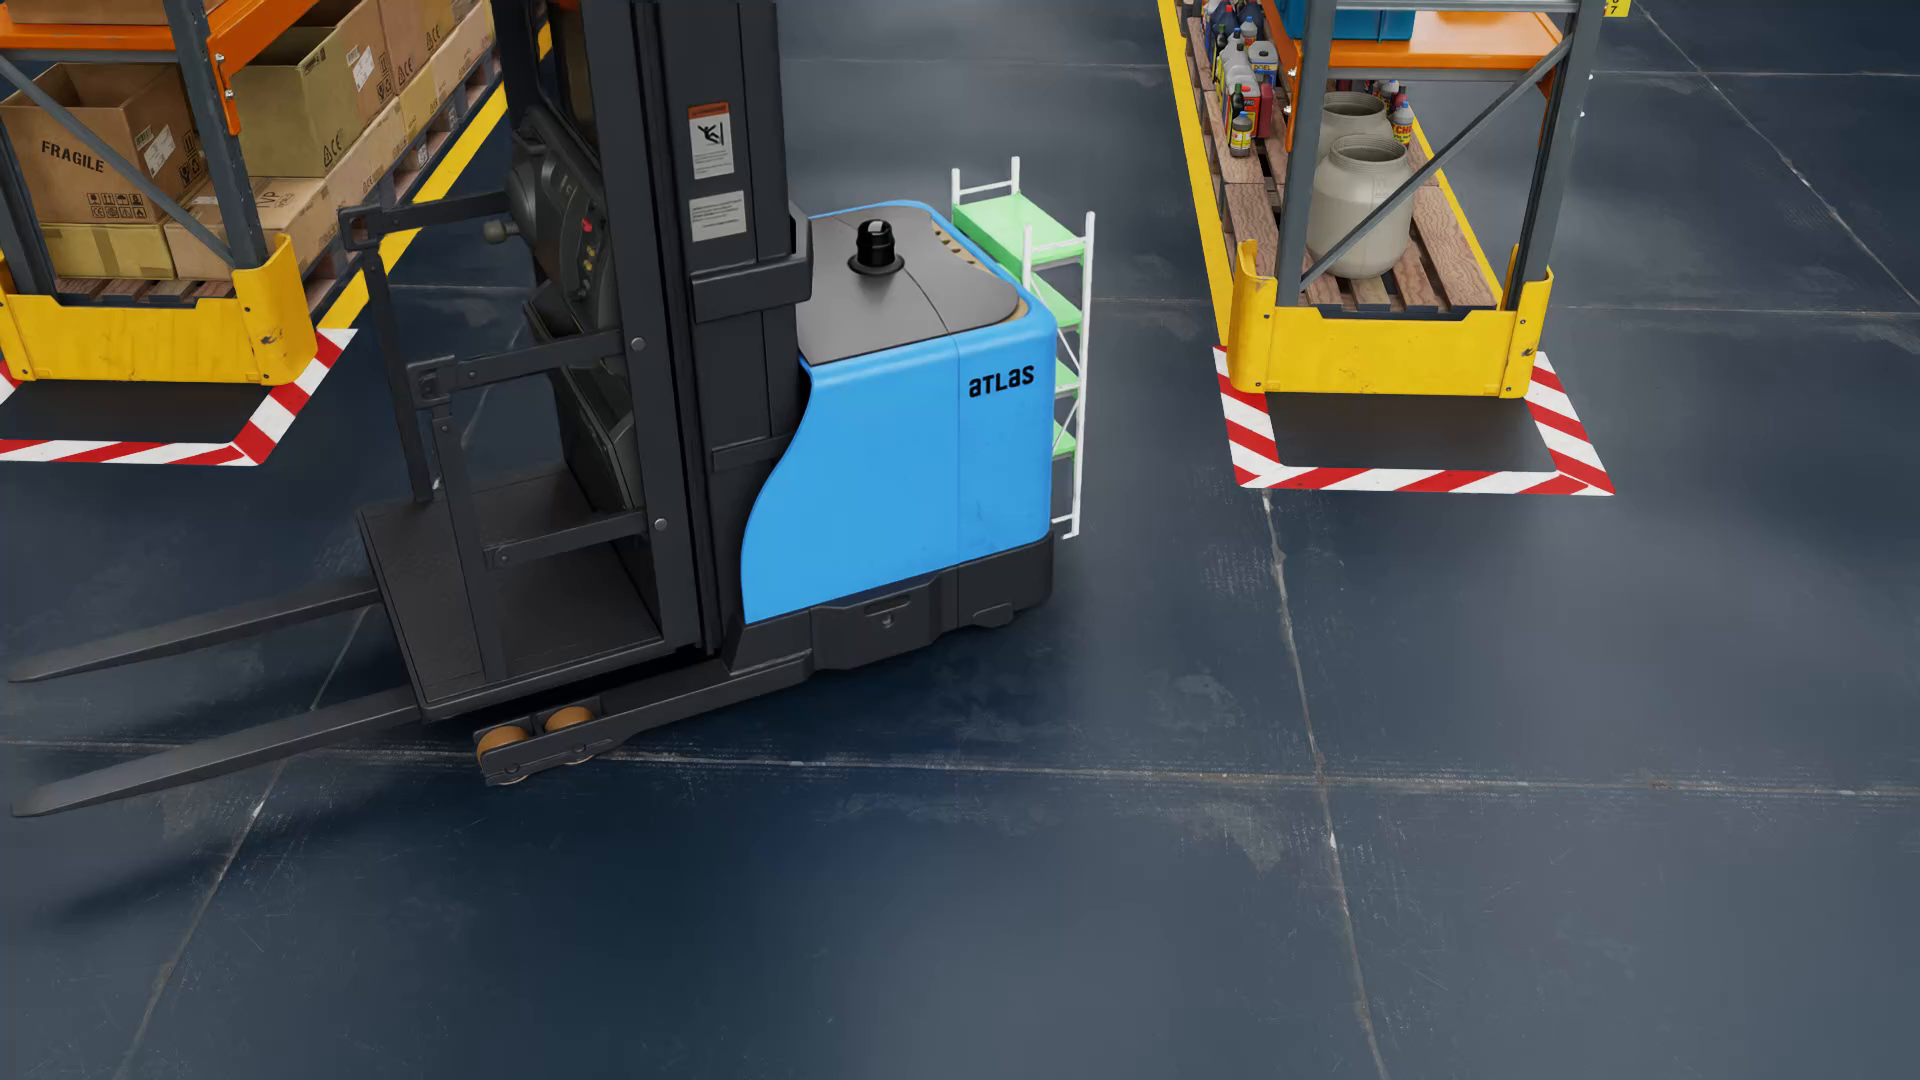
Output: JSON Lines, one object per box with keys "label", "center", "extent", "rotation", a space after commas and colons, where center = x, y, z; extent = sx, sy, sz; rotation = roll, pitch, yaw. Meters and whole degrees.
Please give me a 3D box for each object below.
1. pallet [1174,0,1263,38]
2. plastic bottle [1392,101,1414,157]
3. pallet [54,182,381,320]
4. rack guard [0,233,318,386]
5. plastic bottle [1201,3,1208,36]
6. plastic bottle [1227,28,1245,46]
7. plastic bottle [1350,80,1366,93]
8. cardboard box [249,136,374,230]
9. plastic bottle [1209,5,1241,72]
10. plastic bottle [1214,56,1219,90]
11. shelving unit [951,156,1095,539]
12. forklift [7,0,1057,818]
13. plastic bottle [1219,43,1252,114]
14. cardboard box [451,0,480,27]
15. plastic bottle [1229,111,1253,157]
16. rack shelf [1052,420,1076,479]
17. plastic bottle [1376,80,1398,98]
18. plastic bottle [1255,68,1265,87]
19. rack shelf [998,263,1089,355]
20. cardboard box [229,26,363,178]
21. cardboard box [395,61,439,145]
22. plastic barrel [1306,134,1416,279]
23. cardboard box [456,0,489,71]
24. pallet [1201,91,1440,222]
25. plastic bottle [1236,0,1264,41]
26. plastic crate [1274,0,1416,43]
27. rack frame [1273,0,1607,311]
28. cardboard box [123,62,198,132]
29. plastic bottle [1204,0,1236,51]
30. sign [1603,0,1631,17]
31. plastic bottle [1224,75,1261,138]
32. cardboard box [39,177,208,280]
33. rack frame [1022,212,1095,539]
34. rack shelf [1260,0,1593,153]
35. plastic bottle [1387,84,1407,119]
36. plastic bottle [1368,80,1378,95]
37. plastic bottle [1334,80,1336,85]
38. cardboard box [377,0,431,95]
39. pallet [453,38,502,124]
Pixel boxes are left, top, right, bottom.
{"label": "pallet", "center": [1.867, -3.461, 10.491], "extent": [1.003, 0.211, 1.213], "rotation": [1, 35, 2]}
{"label": "plastic bottle", "center": [2.098, -1.950, 7.906], "extent": [0.097, 0.271, 0.097], "rotation": [0, 35, 0]}
{"label": "pallet", "center": [-3.246, -1.268, 7.370], "extent": [1.003, 0.211, 1.213], "rotation": [1, 35, 2]}
{"label": "rack guard", "center": [-3.236, -0.932, 6.641], "extent": [1.175, 0.500, 0.348], "rotation": [1, 35, 2]}
{"label": "plastic bottle", "center": [1.420, -2.954, 9.395], "extent": [0.097, 0.201, 0.097], "rotation": [0, 35, 0]}
{"label": "plastic bottle", "center": [1.451, -2.566, 8.782], "extent": [0.097, 0.271, 0.097], "rotation": [0, 35, 0]}
{"label": "plastic bottle", "center": [2.105, -2.450, 8.613], "extent": [0.152, 0.276, 0.135], "rotation": [2, 35, 3]}
{"label": "cardboard box", "center": [-2.975, -1.605, 7.452], "extent": [0.500, 0.250, 0.500], "rotation": [1, 35, 2]}
{"label": "plastic bottle", "center": [1.420, -2.683, 8.881], "extent": [0.144, 0.351, 0.185], "rotation": [0, 35, 0]}
{"label": "plastic bottle", "center": [1.385, -2.460, 8.693], "extent": [0.097, 0.201, 0.097], "rotation": [0, 35, 0]}
{"label": "shelving unit", "center": [0.193, -0.607, 5.570], "extent": [0.258, 1.200, 0.503], "rotation": [-16, 38, -21]}
{"label": "forklift", "center": [-1.256, -0.848, 4.407], "extent": [3.031, 2.935, 1.130], "rotation": [-16, 38, -21]}
{"label": "plastic bottle", "center": [1.395, -2.332, 8.381], "extent": [0.144, 0.351, 0.185], "rotation": [3, 35, 4]}
{"label": "cardboard box", "center": [-2.907, -3.062, 8.871], "extent": [0.500, 0.500, 0.500], "rotation": [1, 35, 2]}
{"label": "plastic bottle", "center": [1.350, -1.952, 7.970], "extent": [0.097, 0.201, 0.097], "rotation": [0, 35, 0]}
{"label": "rack shelf", "center": [0.193, -0.359, 5.745], "extent": [0.258, 0.148, 0.480], "rotation": [-16, 38, -21]}
{"label": "plastic bottle", "center": [2.116, -2.204, 8.268], "extent": [0.097, 0.271, 0.097], "rotation": [0, 35, 0]}
{"label": "plastic bottle", "center": [1.518, -2.294, 8.456], "extent": [0.097, 0.201, 0.097], "rotation": [0, 35, 0]}
{"label": "rack shelf", "center": [0.193, -0.751, 5.469], "extent": [0.258, 0.148, 0.480], "rotation": [-16, 38, -21]}
{"label": "cardboard box", "center": [-2.973, -1.912, 7.236], "extent": [0.500, 0.500, 0.500], "rotation": [1, 35, 2]}
{"label": "cardboard box", "center": [-2.930, -2.180, 8.269], "extent": [0.500, 0.250, 0.500], "rotation": [1, 35, 2]}
{"label": "plastic barrel", "center": [1.664, -1.385, 6.911], "extent": [0.421, 0.512, 0.421], "rotation": [0, 35, 0]}
{"label": "cardboard box", "center": [-2.905, -2.755, 9.087], "extent": [0.500, 0.250, 0.500], "rotation": [1, 35, 2]}
{"label": "pallet", "center": [1.760, -1.921, 8.300], "extent": [1.003, 0.211, 1.213], "rotation": [1, 35, 2]}
{"label": "plastic bottle", "center": [1.572, -2.788, 9.030], "extent": [0.144, 0.351, 0.185], "rotation": [1, 35, 2]}
{"label": "plastic crate", "center": [1.435, -2.085, 6.238], "extent": [0.499, 0.251, 0.616], "rotation": [1, 35, 2]}
{"label": "rack frame", "center": [1.714, -1.852, 5.776], "extent": [1.000, 3.000, 0.127], "rotation": [1, 35, 2]}
{"label": "cardboard box", "center": [-3.486, -2.212, 7.662], "extent": [0.500, 0.500, 0.500], "rotation": [1, 35, 2]}
{"label": "plastic bottle", "center": [1.438, -2.856, 9.191], "extent": [0.152, 0.276, 0.135], "rotation": [3, 35, 4]}
{"label": "sign", "center": [2.263, -1.950, 5.675], "extent": [0.100, 0.325, 0.005], "rotation": [1, 35, 2]}
{"label": "plastic bottle", "center": [1.387, -2.127, 8.154], "extent": [0.152, 0.276, 0.135], "rotation": [2, 35, 2]}
{"label": "cardboard box", "center": [-3.509, -1.330, 7.060], "extent": [0.500, 0.250, 0.500], "rotation": [1, 35, 2]}
{"label": "rack frame", "center": [0.301, -0.482, 5.392], "extent": [0.240, 1.200, 0.015], "rotation": [-16, 38, -21]}
{"label": "rack shelf", "center": [1.794, -2.706, 7.618], "extent": [1.077, 0.370, 4.000], "rotation": [1, 35, 2]}
{"label": "plastic bottle", "center": [2.125, -2.084, 8.087], "extent": [0.061, 0.283, 0.133], "rotation": [2, 35, 3]}
{"label": "plastic bottle", "center": [2.124, -2.321, 8.434], "extent": [0.097, 0.271, 0.097], "rotation": [0, 35, 0]}
{"label": "plastic bottle", "center": [2.013, -2.534, 8.726], "extent": [0.061, 0.283, 0.133], "rotation": [1, 35, 2]}
{"label": "cardboard box", "center": [-2.929, -2.487, 8.053], "extent": [0.500, 0.500, 0.500], "rotation": [1, 35, 2]}
{"label": "pallet", "center": [-3.148, -2.670, 9.365], "extent": [1.003, 0.211, 1.213], "rotation": [1, 35, 2]}
